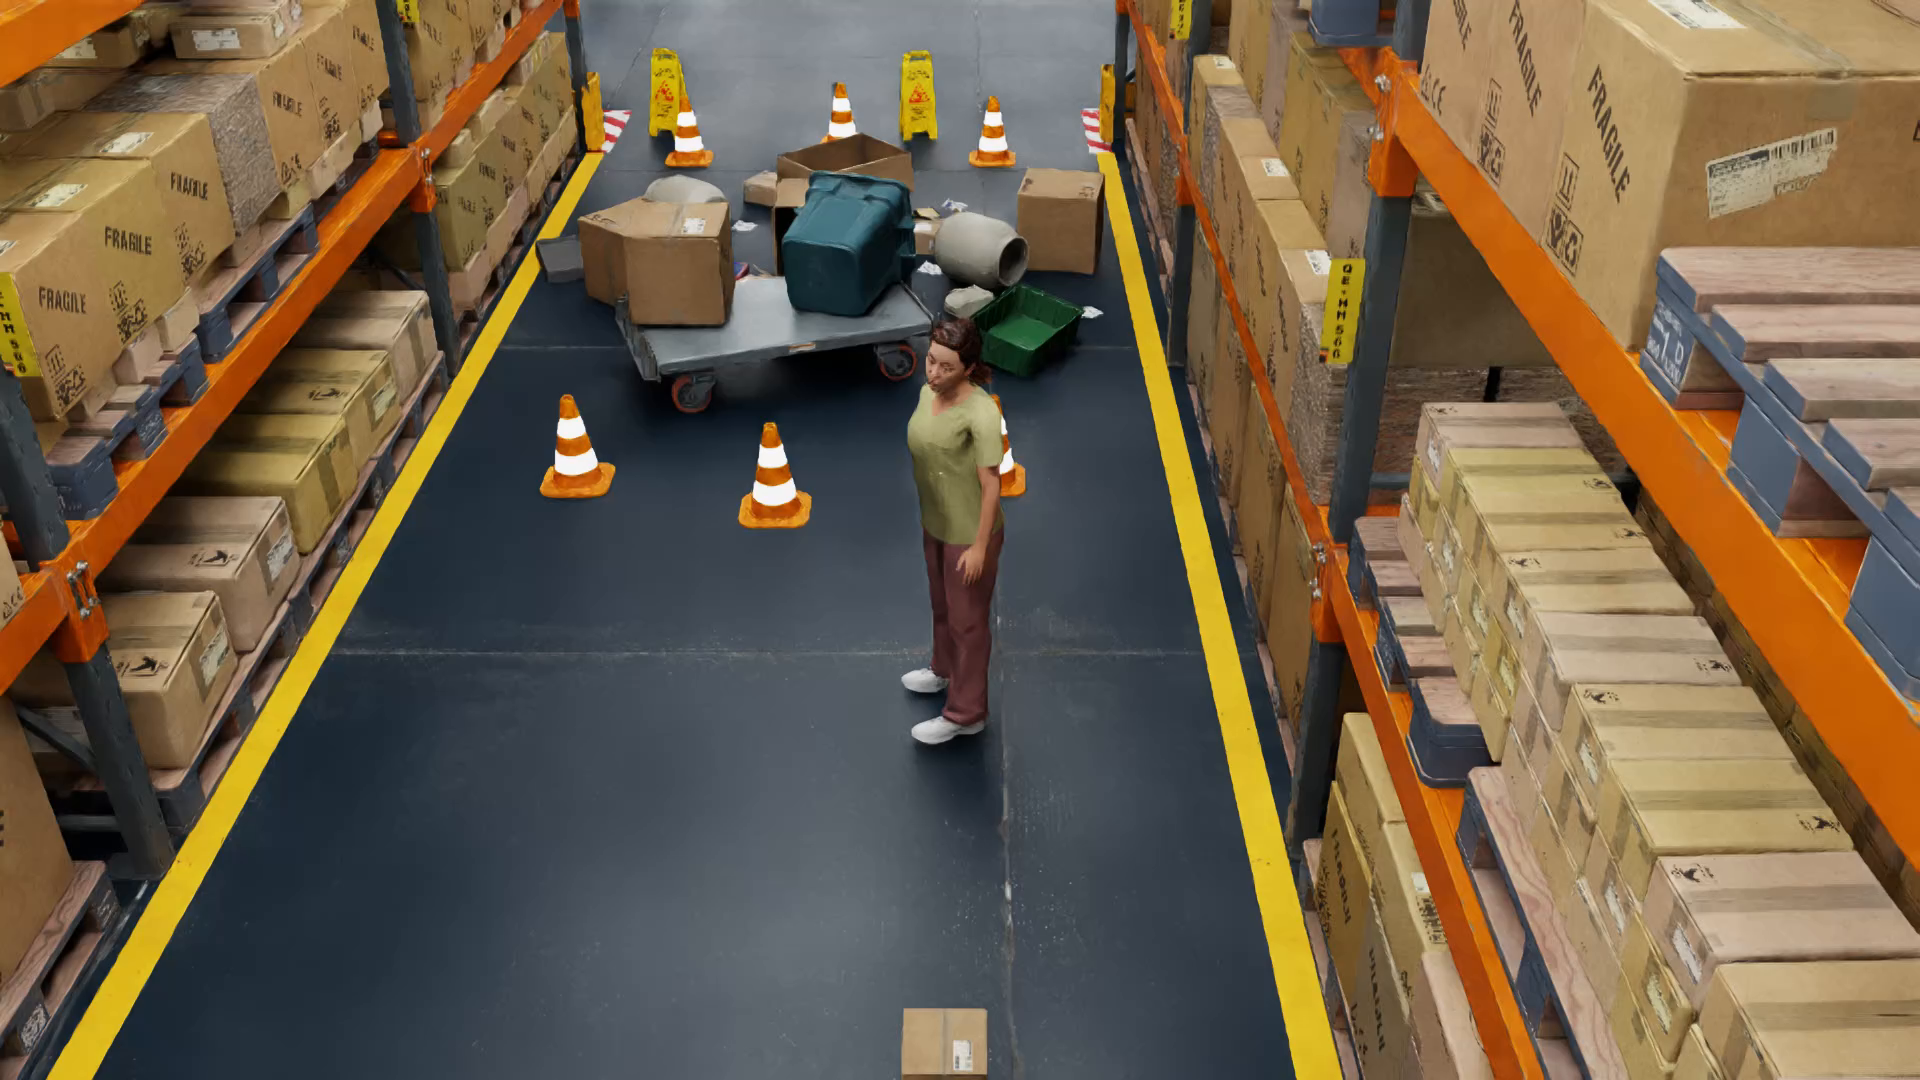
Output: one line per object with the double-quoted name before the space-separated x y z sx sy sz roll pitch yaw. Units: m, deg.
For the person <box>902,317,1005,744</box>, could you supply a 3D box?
"person" -0.064 0.075 6.198 0.433 1.431 0.517 -18 36 -27
